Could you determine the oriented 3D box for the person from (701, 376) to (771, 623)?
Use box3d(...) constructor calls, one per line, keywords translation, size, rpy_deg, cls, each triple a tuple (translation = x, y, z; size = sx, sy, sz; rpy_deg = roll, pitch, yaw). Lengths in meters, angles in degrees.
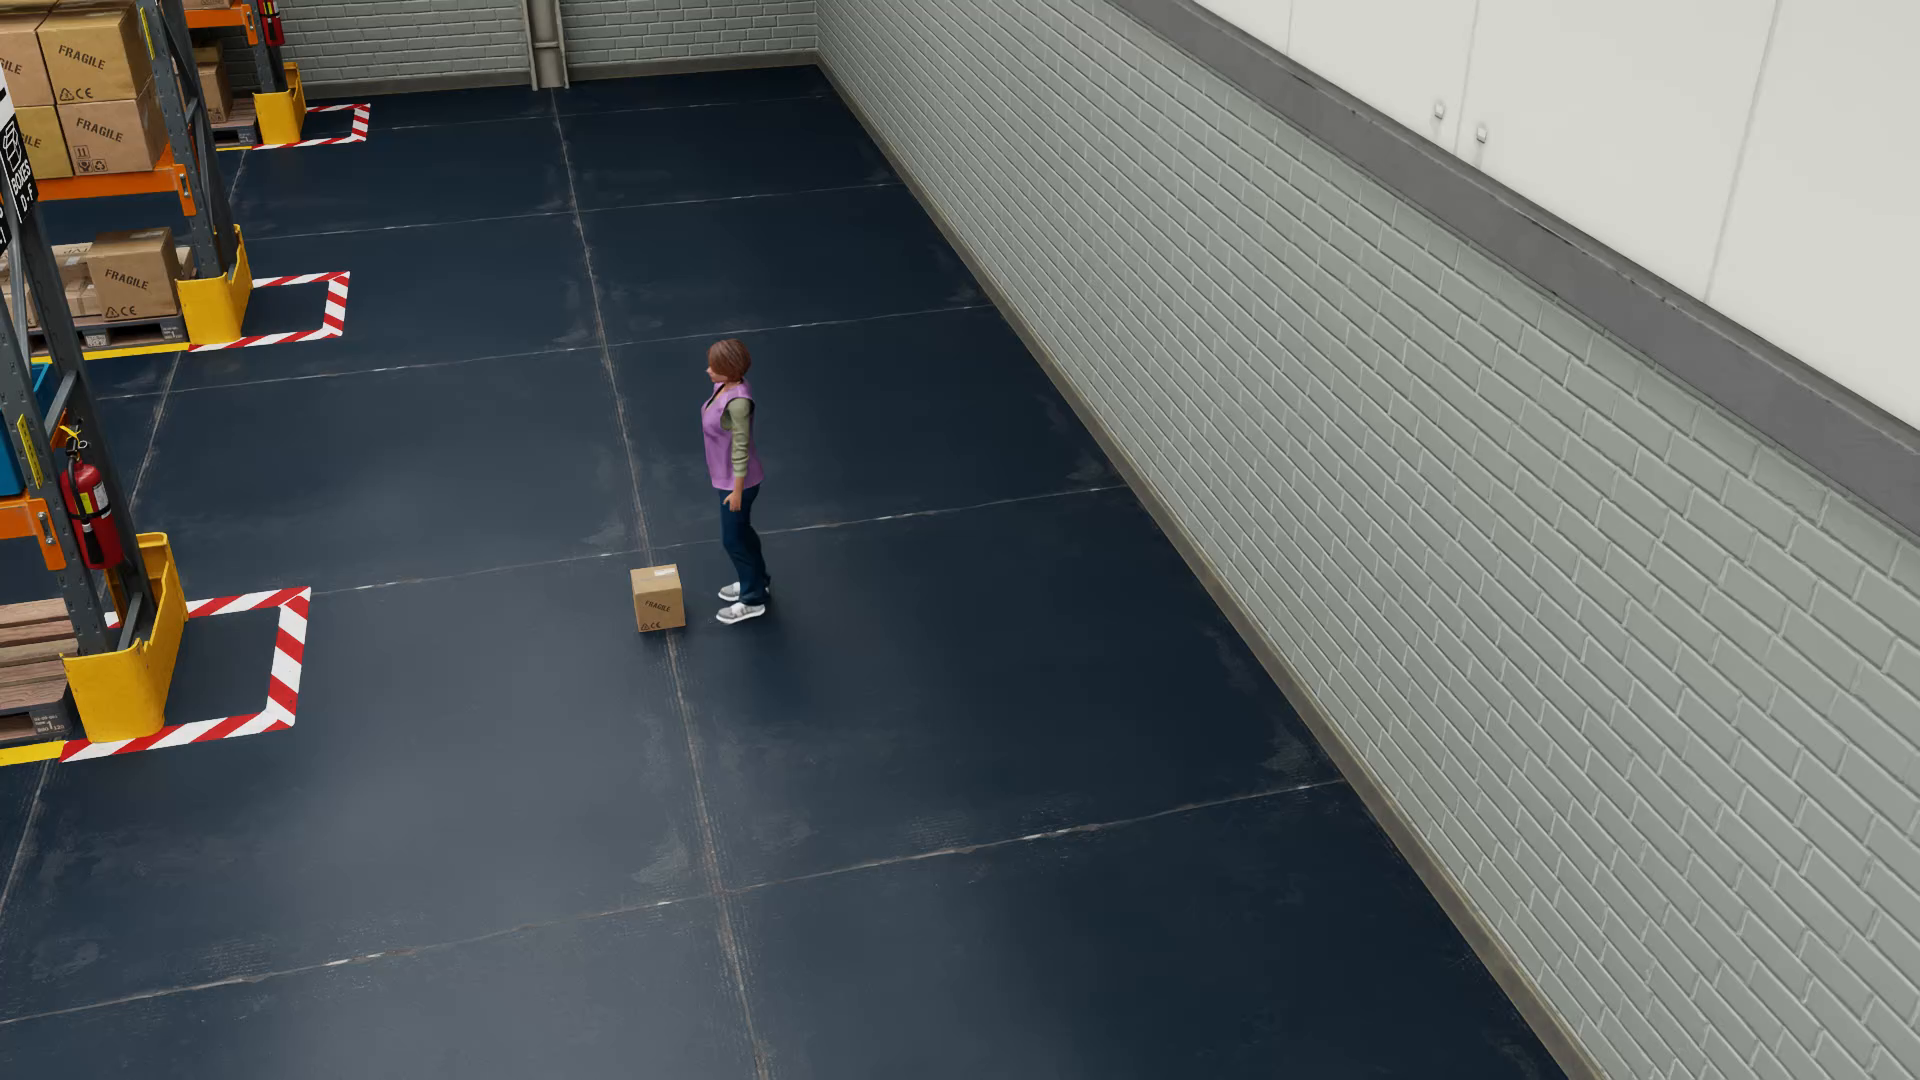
box3d(translation=(-3.868, -3.218, 12.095), size=(3.384, 3.196, 10.133), rpy_deg=(-7, 31, -12), cls="person")
